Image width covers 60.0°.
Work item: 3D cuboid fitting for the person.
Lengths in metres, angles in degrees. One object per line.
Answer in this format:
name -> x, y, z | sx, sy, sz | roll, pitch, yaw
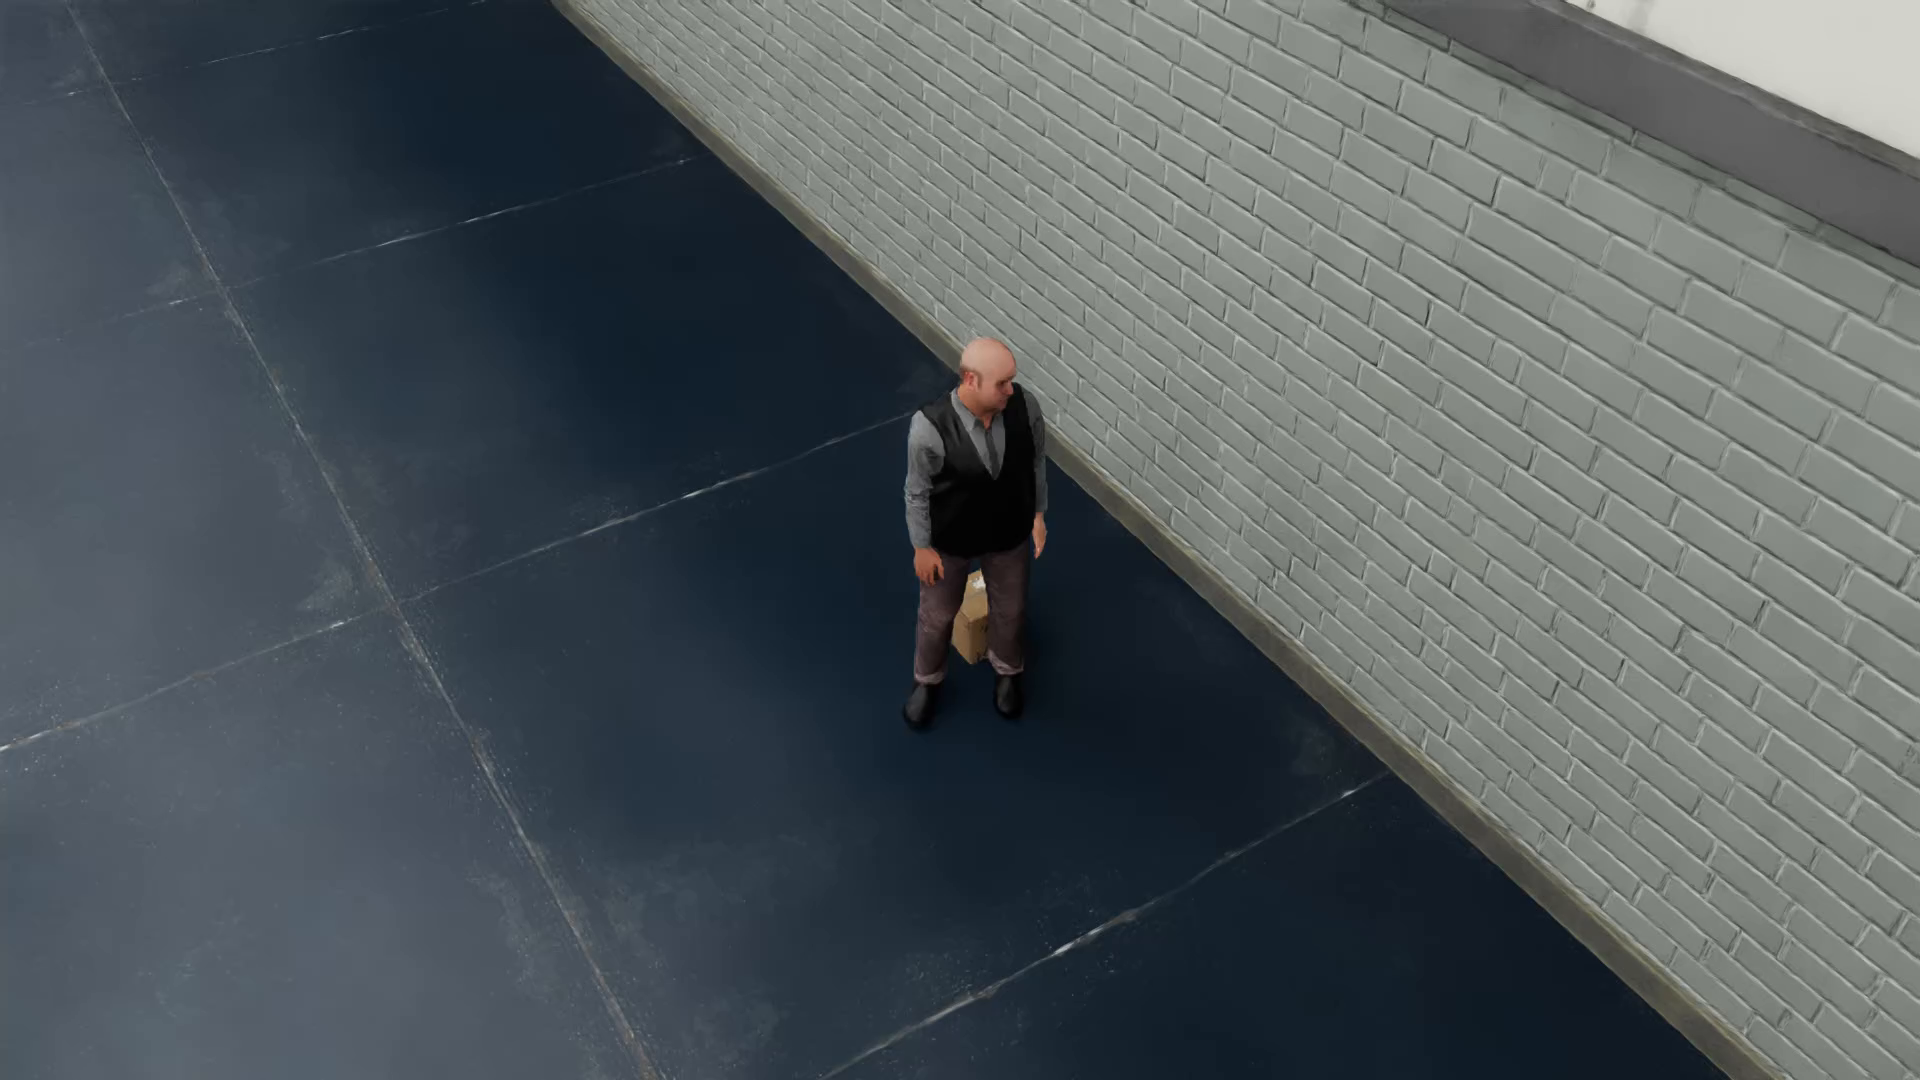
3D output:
person -> 0.042, -0.019, 6.183 | 0.594, 1.728, 0.365 | -11, 42, -13
